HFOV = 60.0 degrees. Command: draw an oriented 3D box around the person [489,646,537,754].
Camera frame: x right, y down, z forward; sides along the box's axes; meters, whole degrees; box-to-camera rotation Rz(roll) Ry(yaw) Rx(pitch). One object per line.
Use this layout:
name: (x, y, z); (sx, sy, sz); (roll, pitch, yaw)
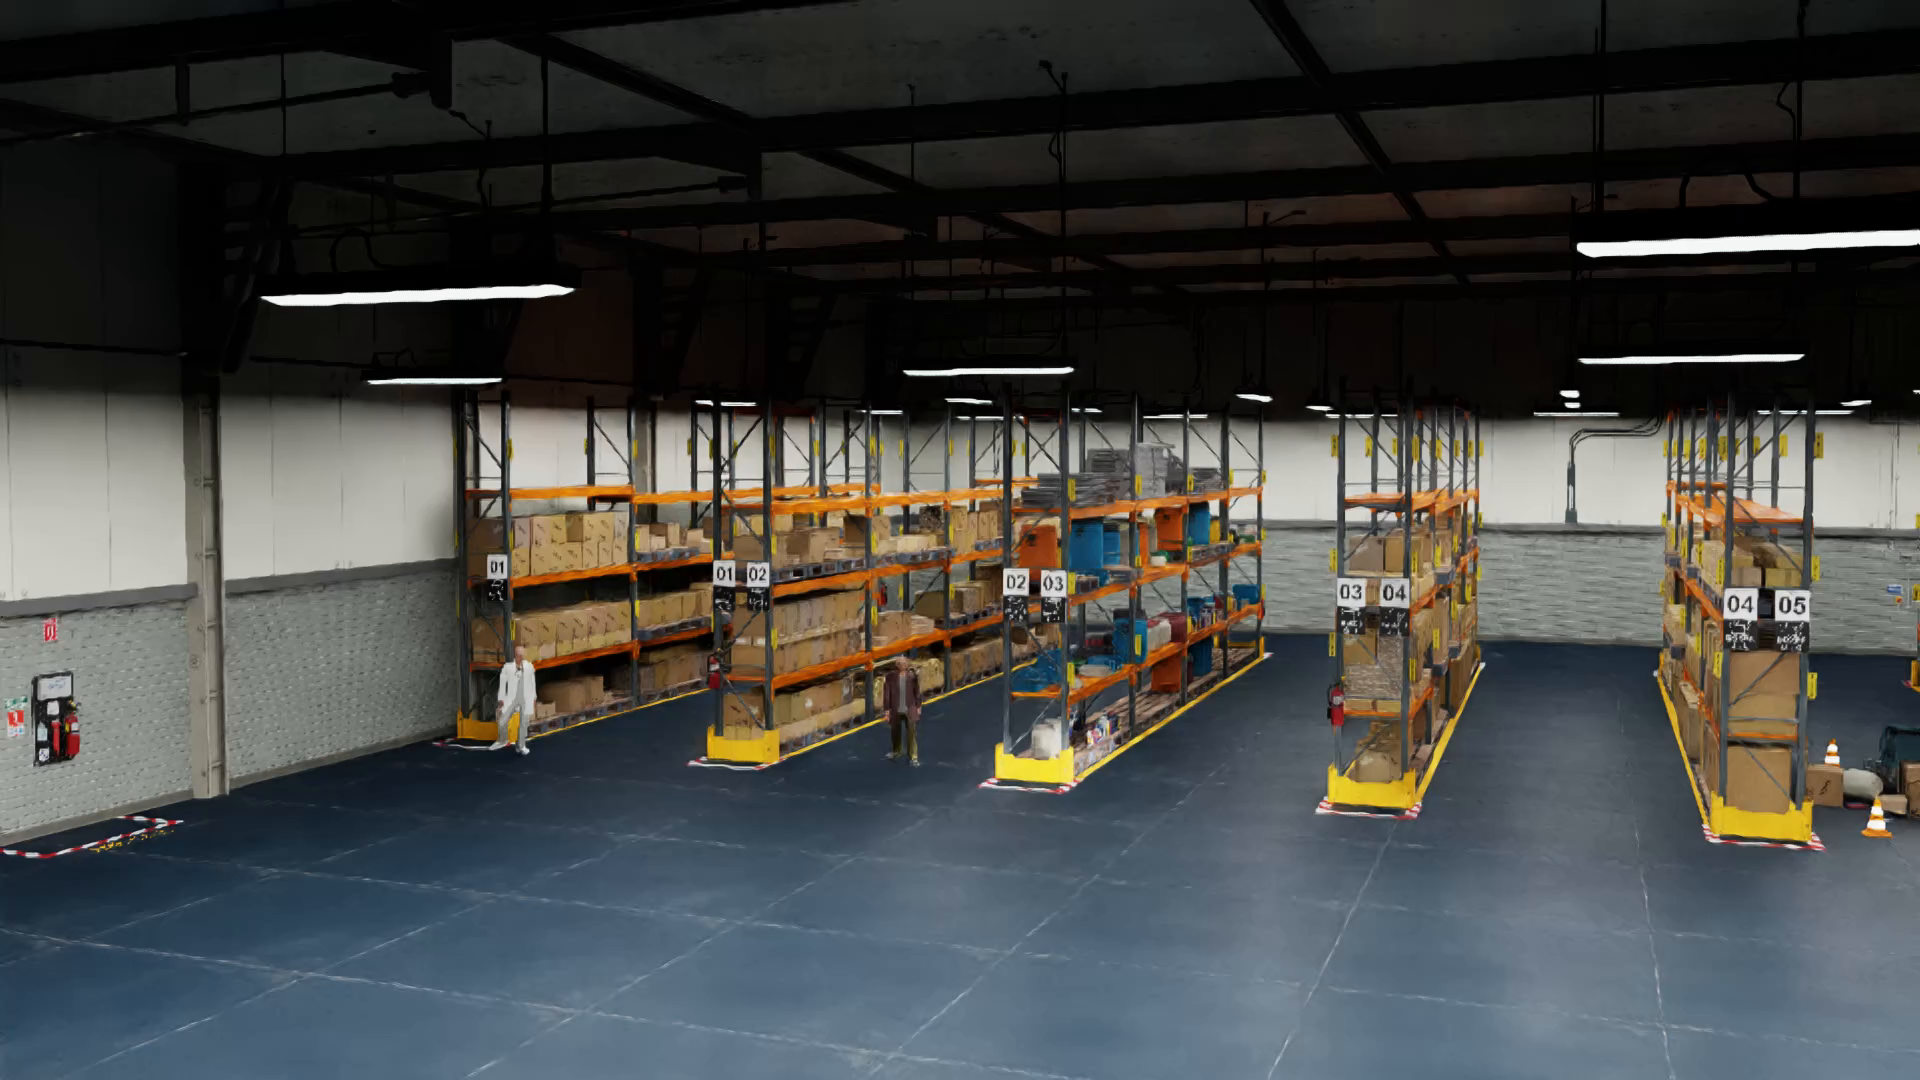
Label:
person: (-7.332, 2.615, 27.259); (0.774, 1.768, 0.560); (-1, 3, -19)

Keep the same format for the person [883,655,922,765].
person: (-0.909, 2.684, 26.407); (0.631, 1.736, 1.030); (0, 3, -3)
